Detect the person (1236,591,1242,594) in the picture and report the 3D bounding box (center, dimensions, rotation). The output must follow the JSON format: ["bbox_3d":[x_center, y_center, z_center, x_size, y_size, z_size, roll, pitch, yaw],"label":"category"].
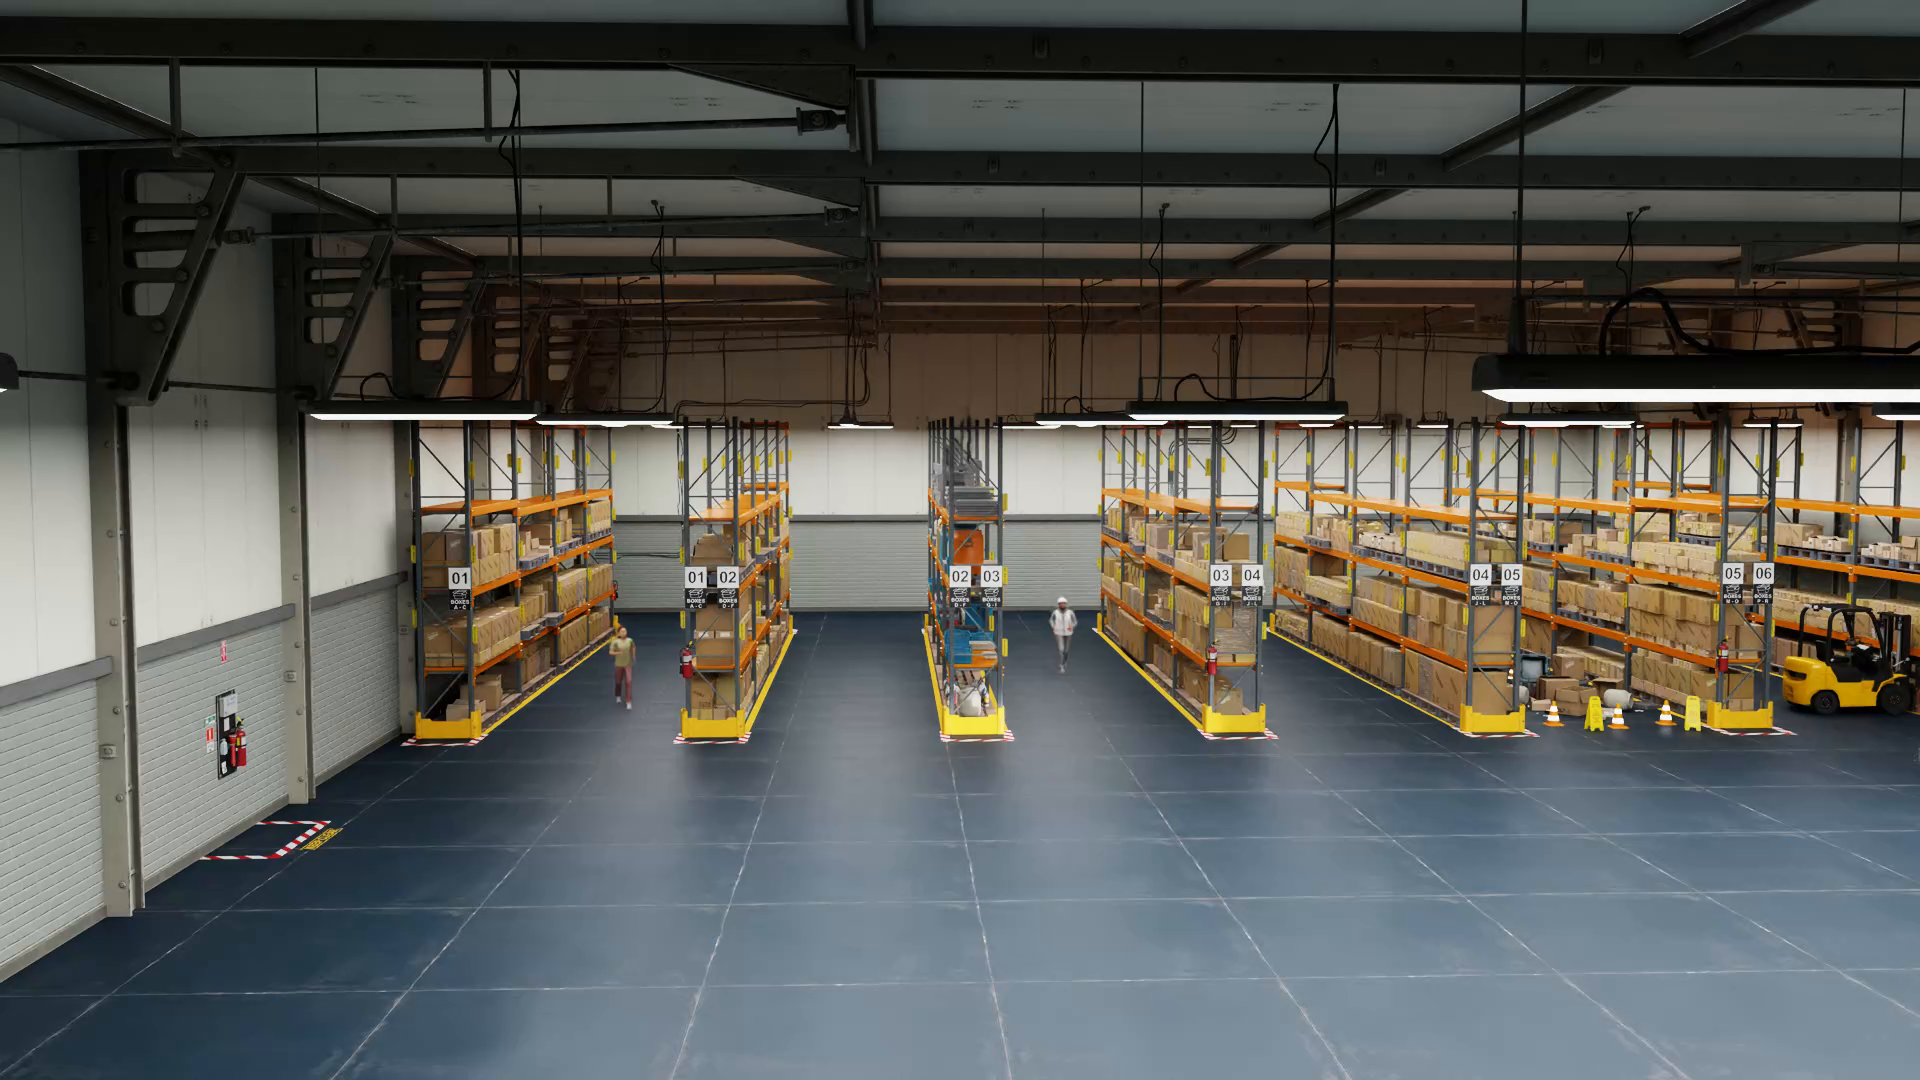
[{"bbox_3d":[7.933,1.812,47.509,0.638,1.620,0.509,1,4,13],"label":"person"}]

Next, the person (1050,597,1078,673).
[{"bbox_3d":[2.461,2.237,39.469,0.655,1.771,0.892,0,4,-2],"label":"person"}]

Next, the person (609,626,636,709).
[{"bbox_3d":[-6.979,2.614,34.456,0.569,1.666,0.957,-1,4,-20],"label":"person"}]
